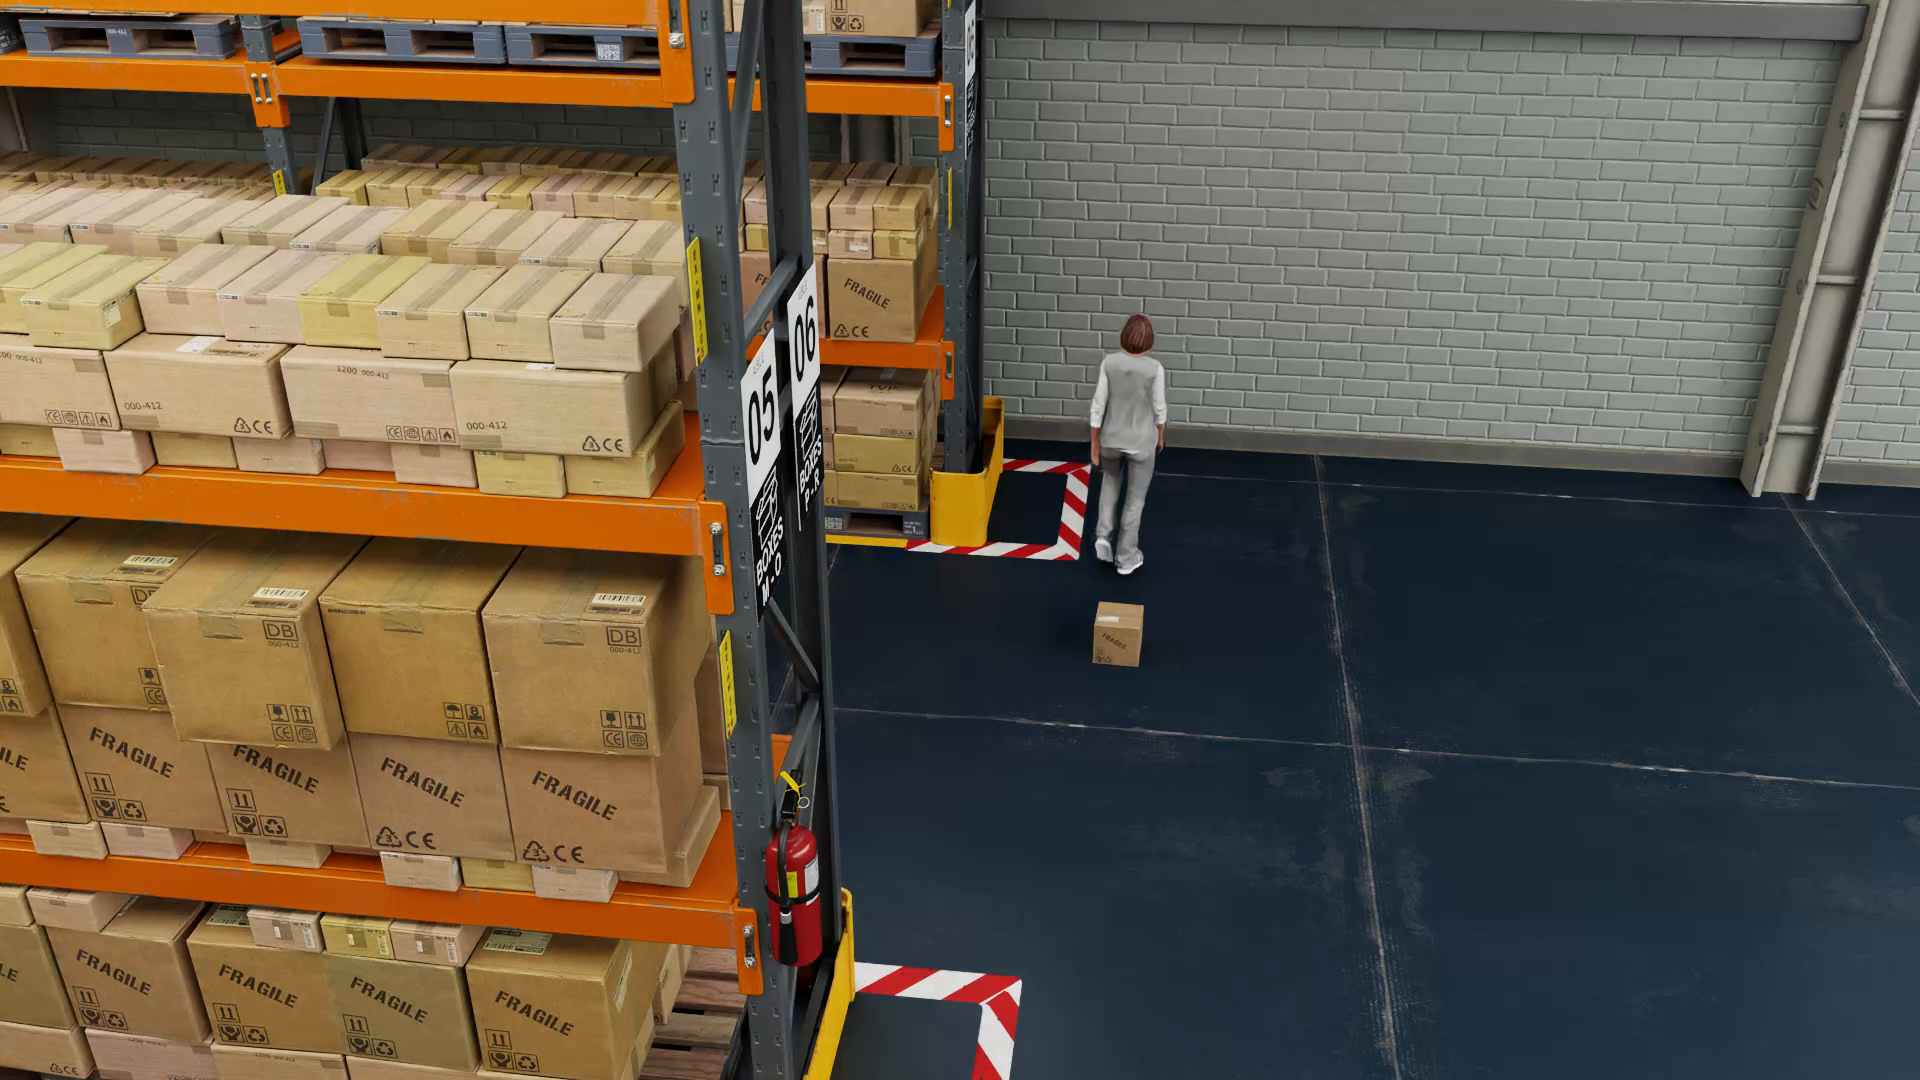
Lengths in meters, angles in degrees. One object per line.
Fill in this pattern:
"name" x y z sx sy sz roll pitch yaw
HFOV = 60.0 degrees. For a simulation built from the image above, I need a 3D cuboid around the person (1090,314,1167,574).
"person" 0.981 -0.560 9.720 0.420 1.611 0.427 10 30 18
